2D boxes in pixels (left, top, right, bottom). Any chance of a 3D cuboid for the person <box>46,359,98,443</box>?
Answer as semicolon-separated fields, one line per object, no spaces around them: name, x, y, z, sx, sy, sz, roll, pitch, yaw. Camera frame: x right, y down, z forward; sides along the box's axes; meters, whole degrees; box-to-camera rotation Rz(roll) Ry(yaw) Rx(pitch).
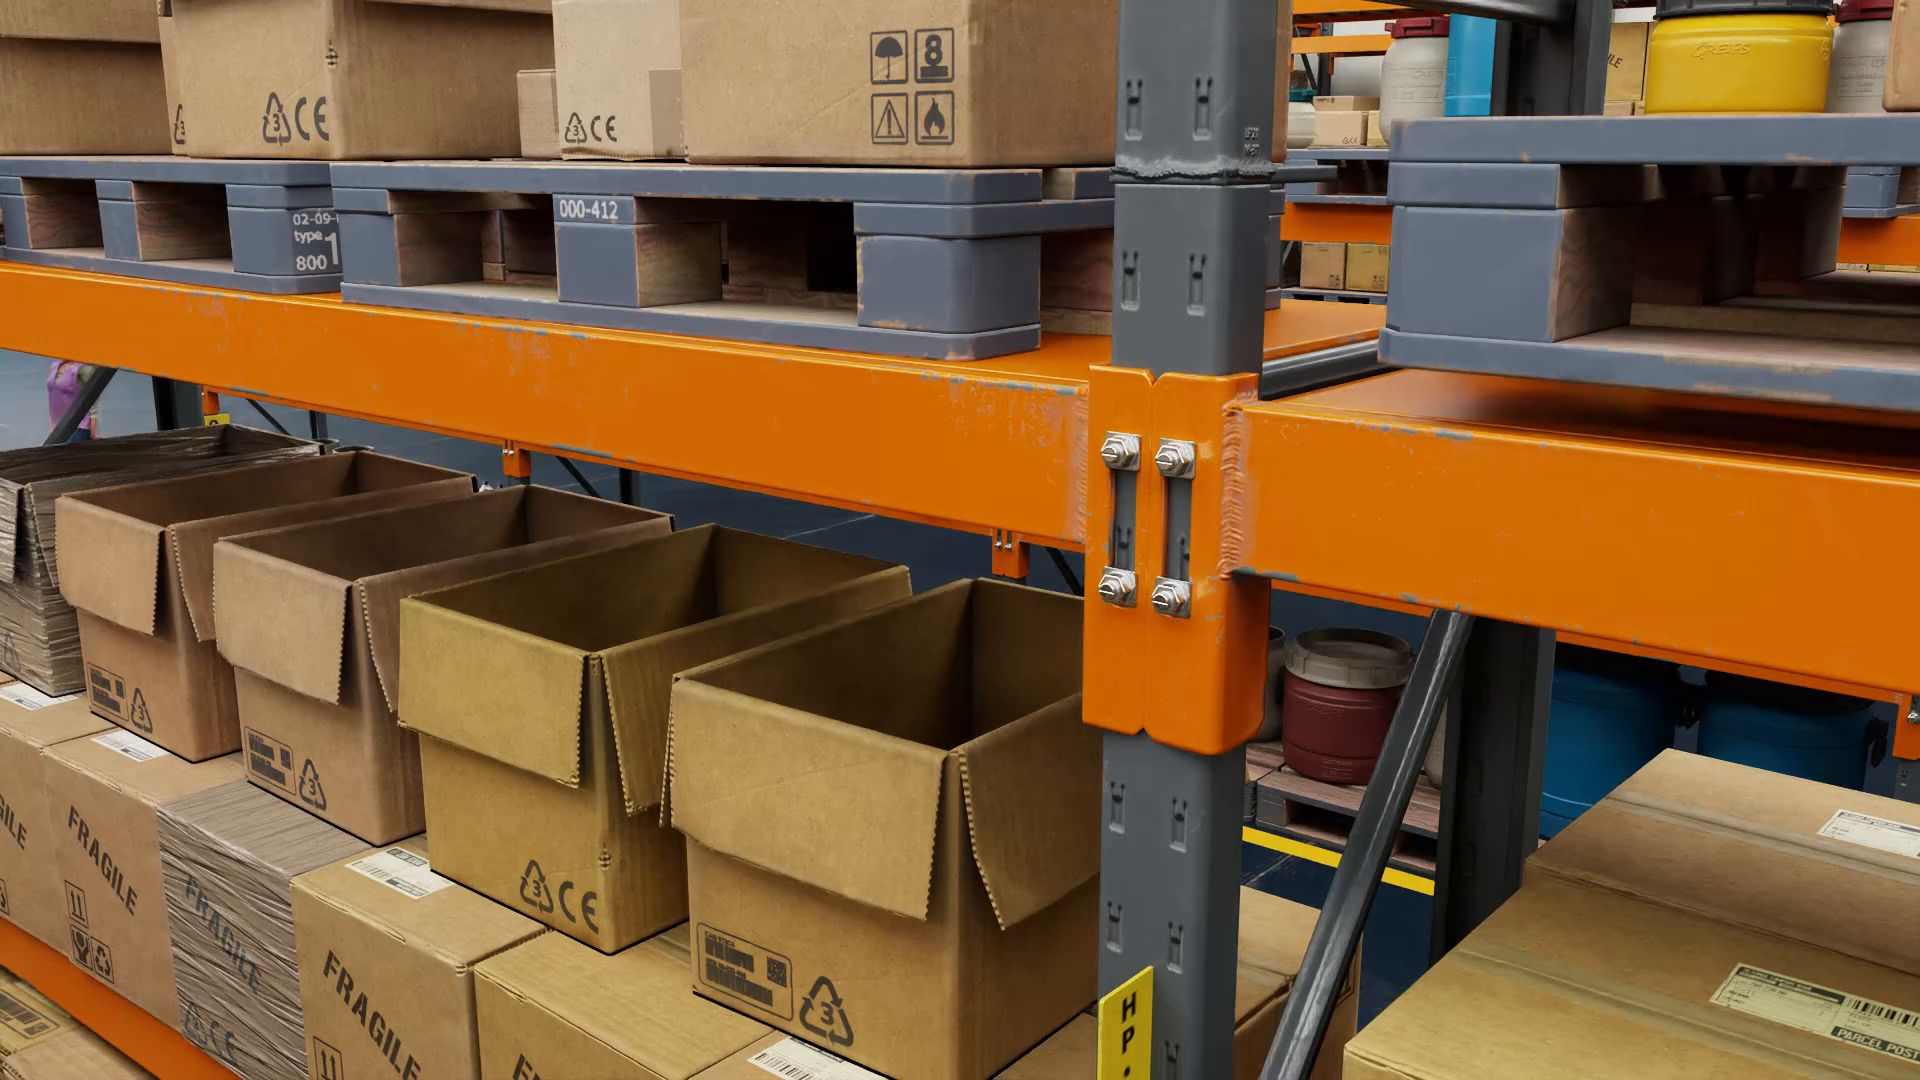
person;-7.120;-0.915;13.429;0.428;1.572;0.689;6;15;24
